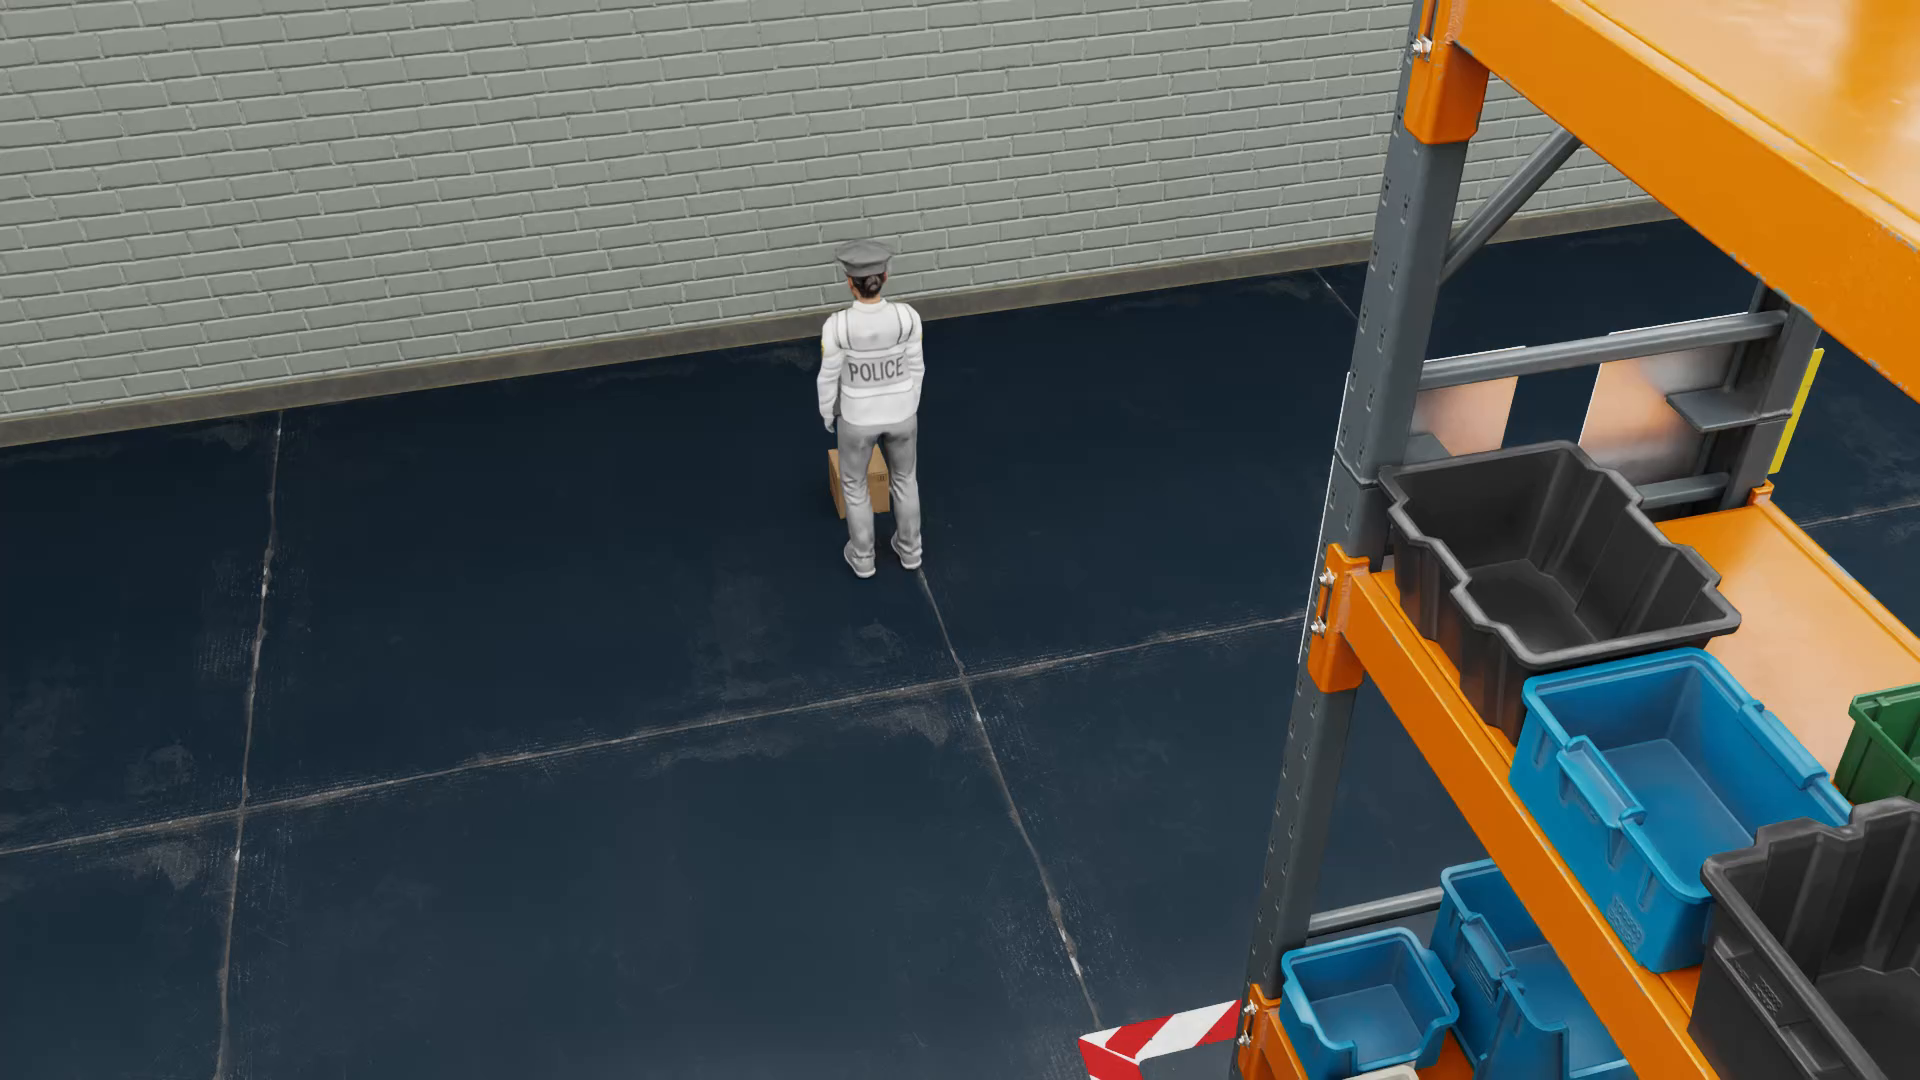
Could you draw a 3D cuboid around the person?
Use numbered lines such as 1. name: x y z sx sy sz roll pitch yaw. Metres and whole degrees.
1. person: -0.393 -0.553 7.422 0.476 1.659 0.338 -9 39 -11
